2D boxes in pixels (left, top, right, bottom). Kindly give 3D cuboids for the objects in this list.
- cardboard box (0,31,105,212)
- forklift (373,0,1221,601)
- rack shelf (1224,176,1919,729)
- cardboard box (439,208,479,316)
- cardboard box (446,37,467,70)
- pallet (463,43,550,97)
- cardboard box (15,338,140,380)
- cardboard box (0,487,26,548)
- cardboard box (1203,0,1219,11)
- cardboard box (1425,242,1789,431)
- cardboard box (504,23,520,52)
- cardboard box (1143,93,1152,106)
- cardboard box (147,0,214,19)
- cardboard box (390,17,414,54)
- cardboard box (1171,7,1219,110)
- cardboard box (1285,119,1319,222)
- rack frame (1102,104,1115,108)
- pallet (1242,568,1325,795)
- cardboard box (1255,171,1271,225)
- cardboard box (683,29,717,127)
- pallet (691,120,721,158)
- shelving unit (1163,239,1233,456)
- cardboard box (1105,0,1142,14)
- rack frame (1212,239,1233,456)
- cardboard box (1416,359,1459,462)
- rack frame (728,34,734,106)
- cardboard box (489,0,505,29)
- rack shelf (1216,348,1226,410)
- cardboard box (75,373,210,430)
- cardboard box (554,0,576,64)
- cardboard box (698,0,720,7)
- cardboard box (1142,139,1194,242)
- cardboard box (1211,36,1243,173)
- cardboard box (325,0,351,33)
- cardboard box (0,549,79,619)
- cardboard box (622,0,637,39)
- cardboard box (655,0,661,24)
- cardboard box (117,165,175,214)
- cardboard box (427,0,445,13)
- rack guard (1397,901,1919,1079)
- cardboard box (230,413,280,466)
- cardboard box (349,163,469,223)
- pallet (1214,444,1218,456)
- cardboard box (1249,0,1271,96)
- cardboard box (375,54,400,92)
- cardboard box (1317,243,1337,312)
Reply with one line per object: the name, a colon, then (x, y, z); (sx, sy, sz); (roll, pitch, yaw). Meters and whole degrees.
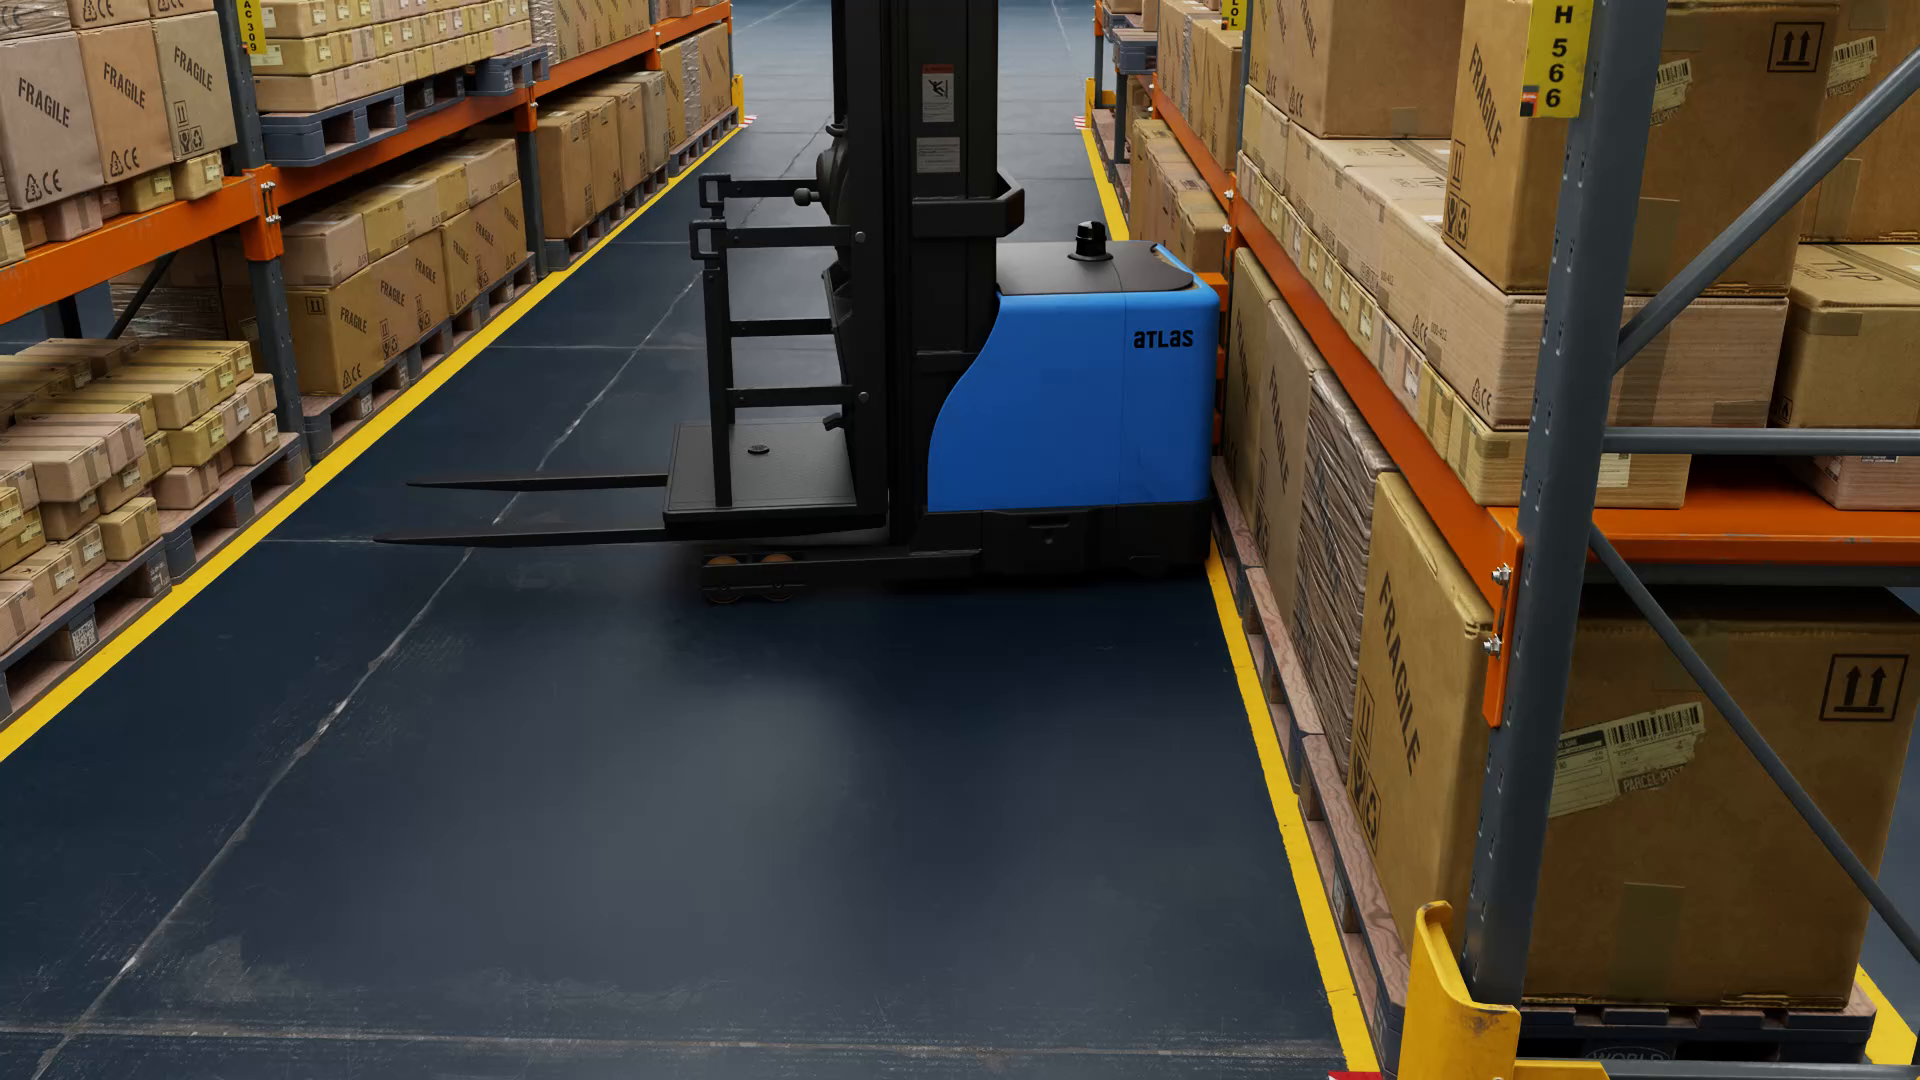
cardboard box: (-3.126, -1.334, 5.270); (0.500, 0.500, 0.500); (1, 21, 1)
forklift: (-0.623, -1.341, 5.932); (3.031, 2.935, 1.130); (-2, 21, -6)
rack shelf: (1.534, -0.544, 4.780); (1.077, 0.370, 4.000); (1, 21, 2)
cardboard box: (-3.016, -1.551, 9.254); (0.500, 0.500, 0.500); (0, 21, -1)
cardboard box: (-2.838, -2.572, 8.777); (0.380, 0.149, 0.250); (1, 21, 3)
pallet: (-3.153, -2.792, 9.843); (1.213, 0.211, 1.003); (1, 21, 2)
cardboard box: (-3.577, -0.716, 6.765); (0.380, 0.149, 0.250); (1, 21, 4)
cardboard box: (-3.106, -0.054, 5.058); (0.380, 0.149, 0.250); (1, 21, 2)
cardboard box: (1.655, -3.064, 8.753); (0.797, 0.503, 0.637); (1, 21, 3)
cardboard box: (1.223, -0.403, 3.218); (0.500, 0.250, 0.500); (0, 21, 1)
cardboard box: (-2.803, -2.946, 9.741); (0.380, 0.149, 0.250); (1, 21, 1)
cardboard box: (1.890, -3.670, 14.716); (0.500, 0.500, 0.500); (0, 21, 0)
cardboard box: (-3.104, -2.172, 6.050); (0.500, 0.500, 0.500); (0, 21, 0)
cardboard box: (-2.862, -2.427, 7.994); (0.380, 0.149, 0.250); (1, 21, 4)
cardboard box: (1.404, -2.551, 8.819); (0.500, 0.500, 0.500); (0, 21, 1)
cardboard box: (1.288, -1.137, 5.110); (0.500, 0.250, 0.500); (1, 21, 3)
rack frame: (1.956, -5.942, 17.696); (0.949, 2.616, 0.053); (1, 21, 2)
pallet: (1.459, 0.414, 5.171); (1.003, 0.211, 1.213); (1, 21, 2)
cardboard box: (1.238, -1.192, 5.802); (0.380, 0.149, 0.250); (1, 21, 3)
cardboard box: (-2.974, -4.674, 16.785); (0.875, 0.875, 0.875); (0, 21, 1)
pallet: (-2.981, -4.003, 16.553); (1.003, 0.211, 1.213); (1, 21, 2)
shelving unit: (0.959, -0.704, 6.890); (0.252, 1.050, 0.215); (0, 22, 0)
cardboard box: (1.674, -4.685, 13.047); (1.000, 1.000, 1.000); (1, 21, 2)
rack frame: (1.081, -0.705, 6.890); (0.008, 1.050, 0.200); (0, 22, 0)
cardboard box: (1.161, -0.266, 3.415); (0.380, 0.149, 0.250); (1, 21, 2)
rack frame: (-2.995, -6.033, 17.930); (1.000, 3.000, 0.127); (1, 21, 2)
cardboard box: (-2.810, -2.982, 9.424); (0.380, 0.149, 0.250); (1, 21, 3)
rack shelf: (0.959, -0.694, 6.894); (0.240, 0.259, 0.215); (0, 22, 0)
cardboard box: (-3.079, -0.524, 6.270); (0.380, 0.149, 0.250); (0, 21, 1)
cardboard box: (-2.942, -3.530, 11.342); (0.500, 0.500, 0.500); (0, 21, 1)
cardboard box: (-2.956, -5.769, 17.043); (0.875, 0.550, 0.550); (1, 21, 2)
cardboard box: (1.640, -1.683, 9.076); (1.225, 0.875, 0.875); (1, 21, 2)
cardboard box: (1.336, -1.822, 6.939); (0.500, 0.500, 0.500); (1, 21, 2)
cardboard box: (-2.886, -2.288, 7.224); (0.380, 0.149, 0.250); (1, 21, 3)
cardboard box: (-3.112, 0.140, 5.381); (0.380, 0.149, 0.250); (1, 21, 2)
cardboard box: (-2.881, -4.259, 13.220); (0.500, 0.500, 0.500); (0, 21, 1)
cardboard box: (-3.117, -4.790, 14.520); (0.875, 0.550, 0.550); (1, 21, 2)
cardboard box: (-3.101, -1.281, 6.030); (0.380, 0.149, 0.250); (1, 21, 4)
cardboard box: (-2.845, -2.752, 8.420); (0.380, 0.149, 0.250); (1, 21, 3)
rack guard: (1.472, 1.017, 3.216); (1.175, 0.500, 0.348); (1, 21, 2)
cardboard box: (-3.031, -0.415, 6.813); (0.380, 0.149, 0.250); (1, 21, 2)
cardboard box: (-3.033, -1.904, 9.127); (0.500, 0.250, 0.500); (1, 21, 3)
pallet: (1.543, -0.583, 7.739); (1.003, 0.211, 1.213); (1, 21, 2)
cardboard box: (1.325, -1.851, 5.912); (0.500, 0.500, 0.500); (1, 21, 2)
cardboard box: (-2.865, -2.191, 7.797); (0.380, 0.149, 0.250); (1, 21, 2)
cardboard box: (1.202, -0.725, 4.597); (0.380, 0.149, 0.250); (1, 21, 3)
